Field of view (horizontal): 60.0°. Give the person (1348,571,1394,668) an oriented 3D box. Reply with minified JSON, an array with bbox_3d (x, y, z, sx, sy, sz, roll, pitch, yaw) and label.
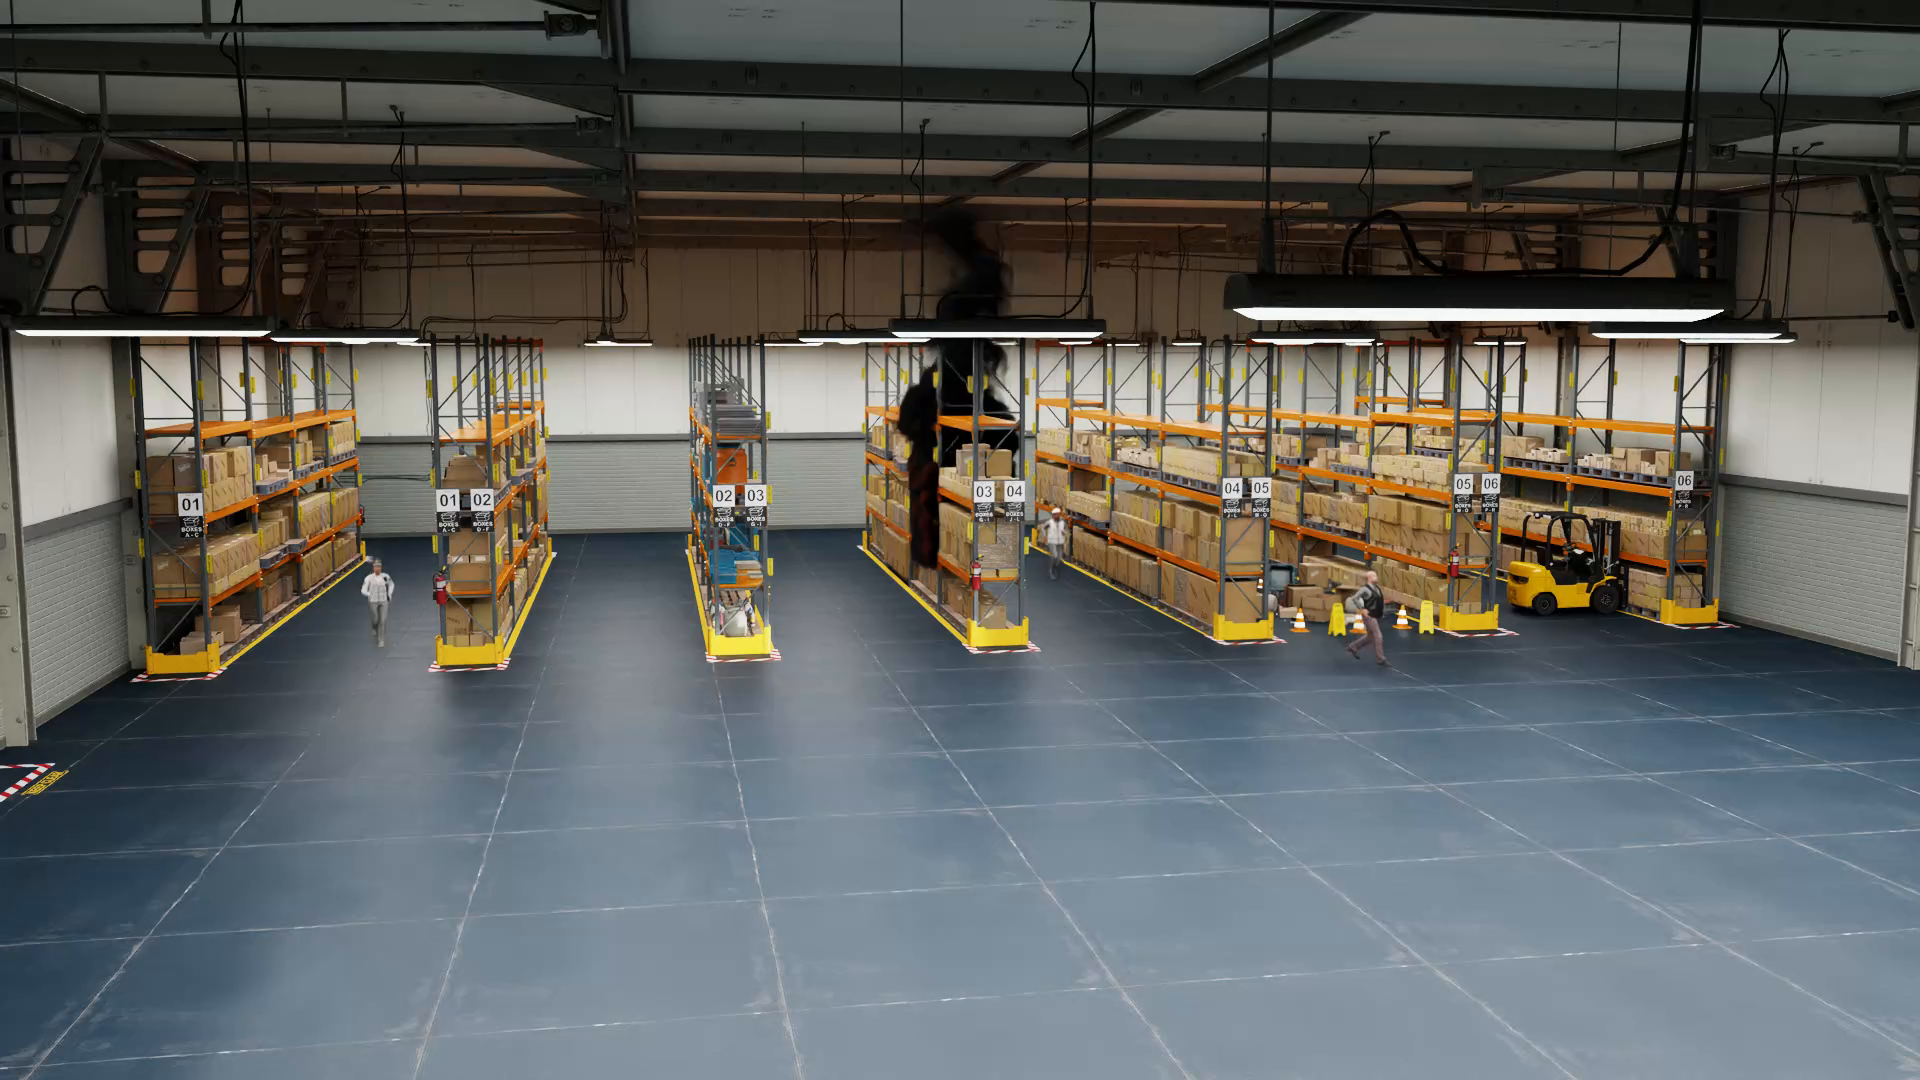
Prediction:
[{"bbox_3d":[7.438,1.407,30.064,0.971,1.703,0.657,5,8,38],"label":"person"}]

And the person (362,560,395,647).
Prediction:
[{"bbox_3d":[-11.232,1.200,32.151,0.618,1.669,0.890,-3,7,-24],"label":"person"}]

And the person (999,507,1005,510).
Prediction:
[{"bbox_3d":[1.217,-0.648,49.032,0.730,1.563,0.519,6,9,41],"label":"person"}]

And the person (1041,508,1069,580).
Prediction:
[{"bbox_3d":[2.398,0.104,41.457,0.625,1.811,0.730,-2,7,-17],"label":"person"}]
